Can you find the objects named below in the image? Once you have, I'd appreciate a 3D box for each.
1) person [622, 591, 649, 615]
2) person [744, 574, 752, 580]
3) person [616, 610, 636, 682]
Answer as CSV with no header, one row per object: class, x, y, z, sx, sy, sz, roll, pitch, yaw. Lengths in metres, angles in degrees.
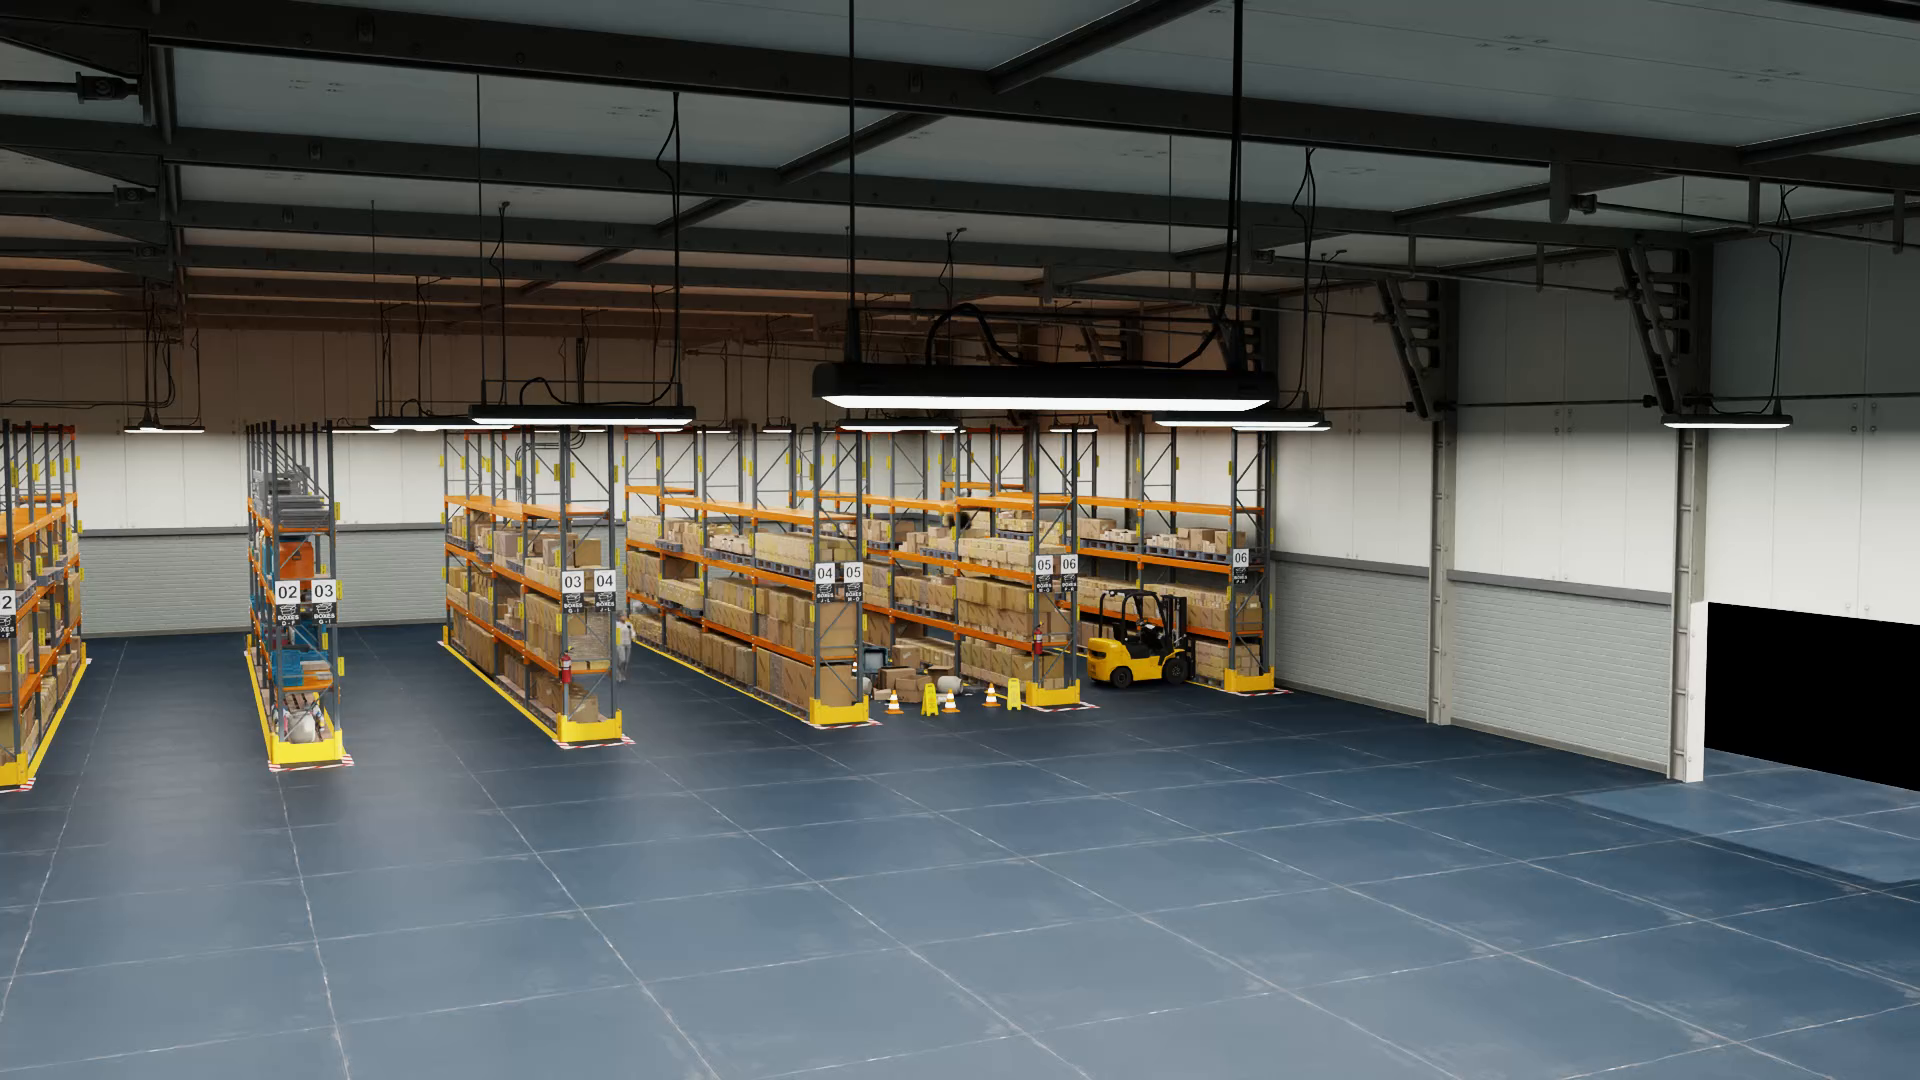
person,-9.427,1.816,48.802,1.080,1.736,0.694,-3,5,-38
person,-6.244,1.768,50.835,1.013,1.699,0.712,-2,4,-25
person,-7.835,2.467,38.728,0.631,1.673,0.632,-2,4,-26
